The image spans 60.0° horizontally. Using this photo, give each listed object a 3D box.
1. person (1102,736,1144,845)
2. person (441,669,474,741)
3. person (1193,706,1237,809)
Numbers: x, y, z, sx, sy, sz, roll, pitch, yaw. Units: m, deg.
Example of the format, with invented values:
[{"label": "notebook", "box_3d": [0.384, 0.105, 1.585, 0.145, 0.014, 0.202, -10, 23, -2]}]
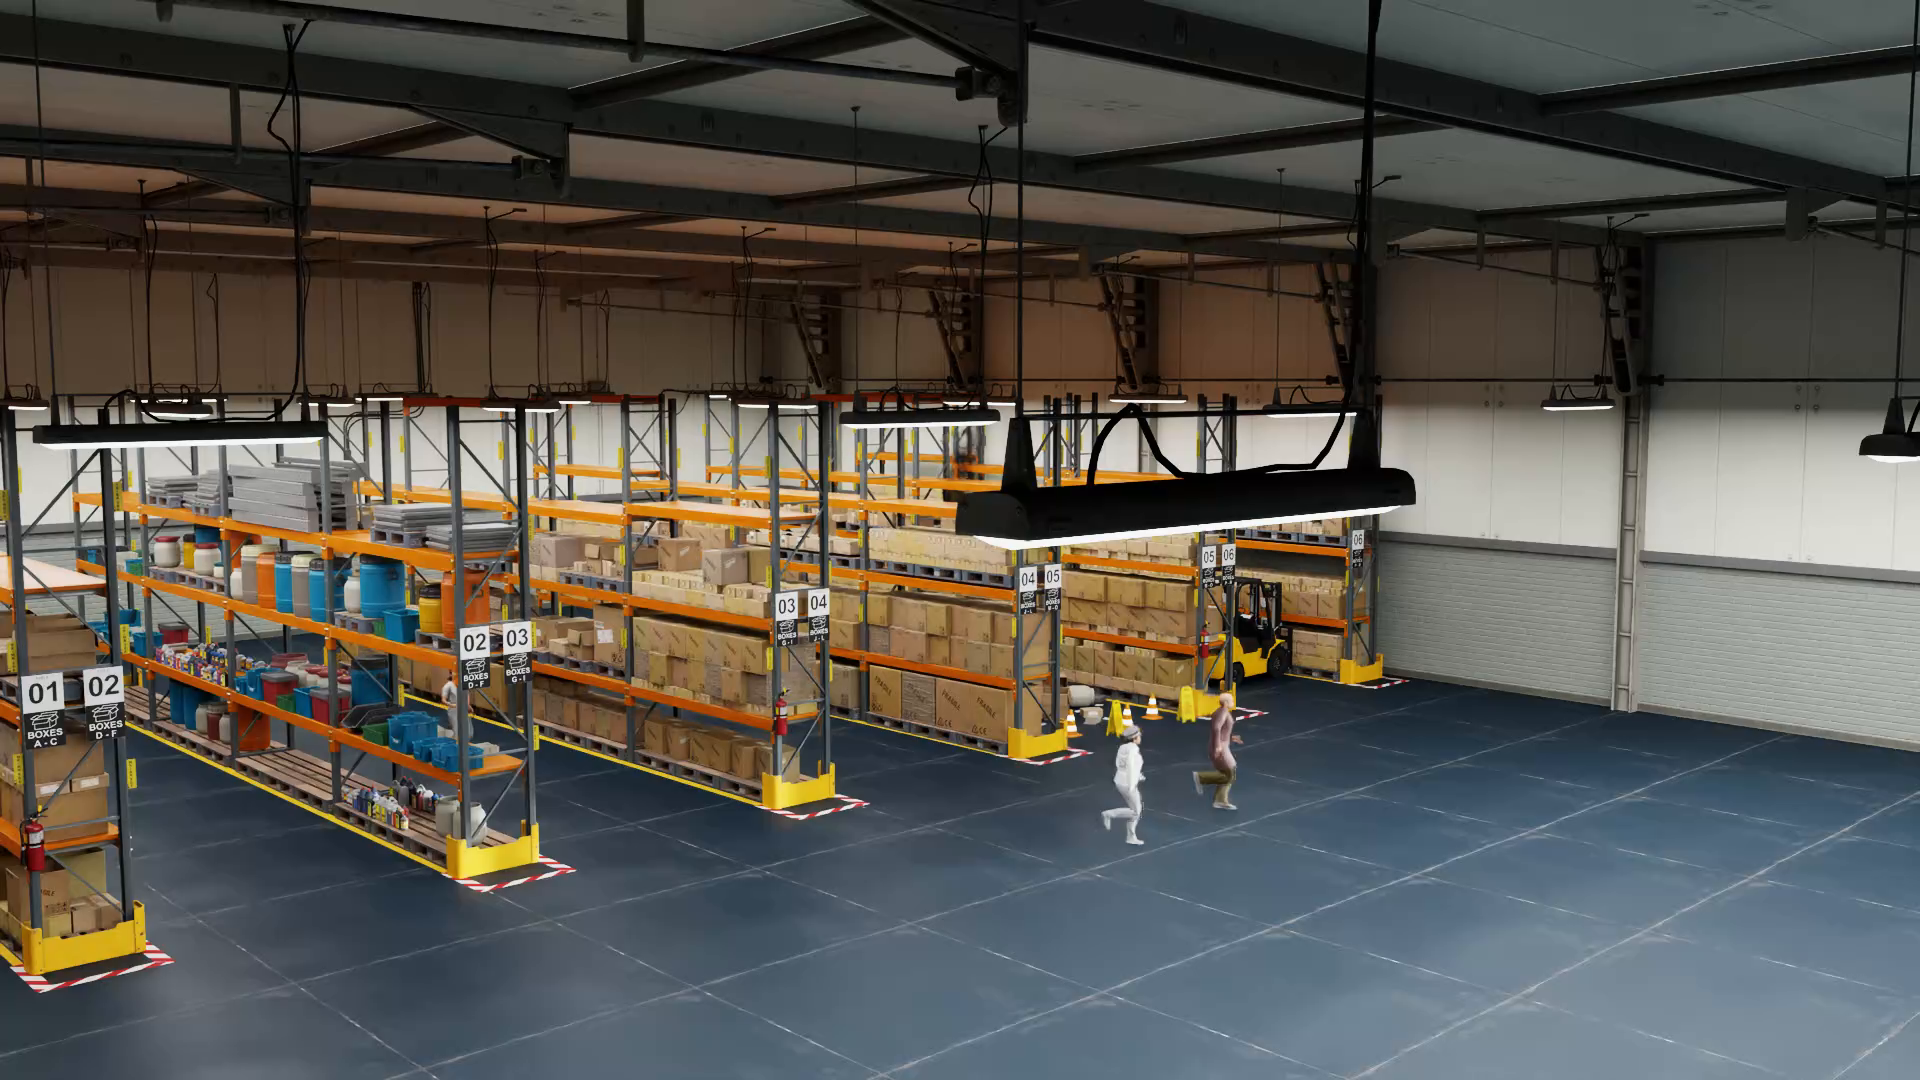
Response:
[{"label": "person", "box_3d": [2.215, 3.377, 22.624, 0.616, 1.601, 0.647, -2, 6, -15]}, {"label": "person", "box_3d": [-8.254, 2.874, 27.405, 0.556, 1.631, 0.558, 5, 8, 44]}, {"label": "person", "box_3d": [3.759, 3.217, 24.541, 0.651, 1.545, 0.748, 0, 6, 2]}]
